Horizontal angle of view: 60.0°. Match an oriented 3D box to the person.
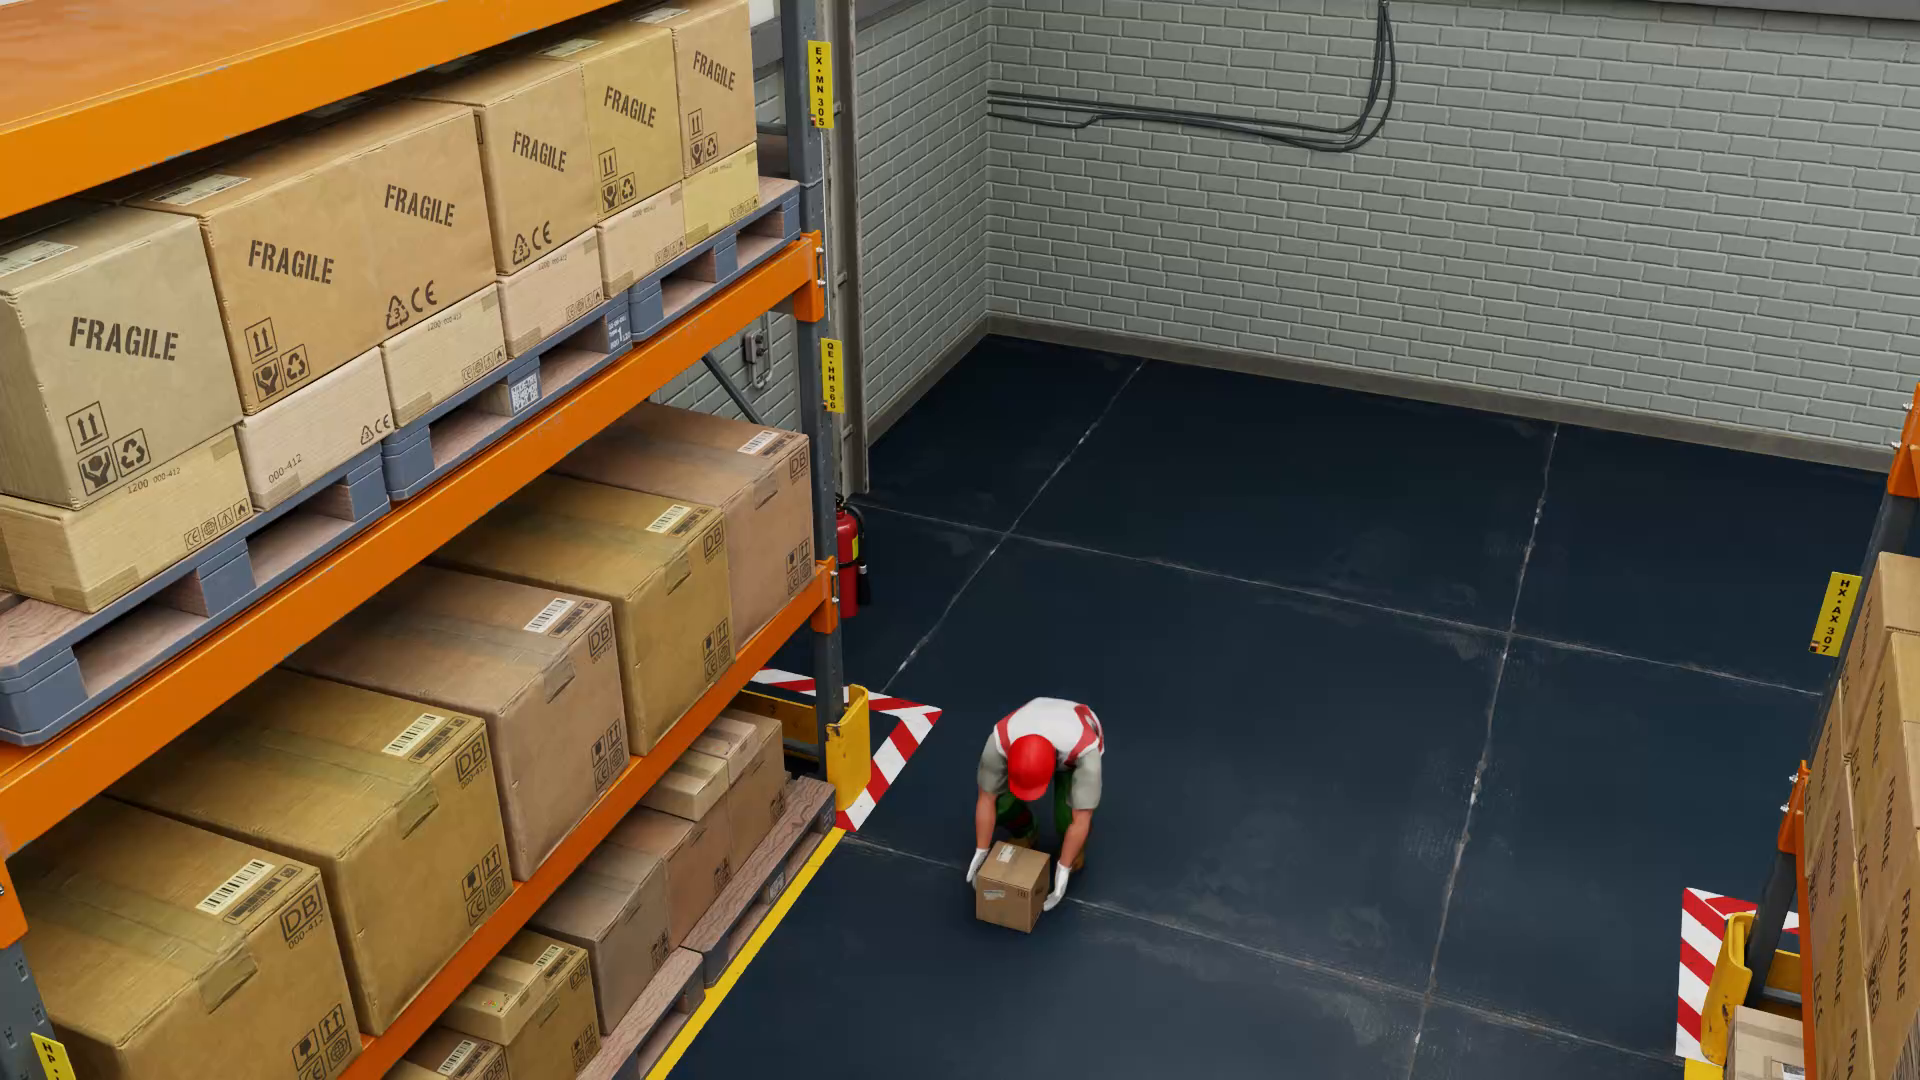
[{"bbox_3d":[0.381,1.073,7.324,0.566,0.955,0.871,11,31,19],"label":"person"}]
